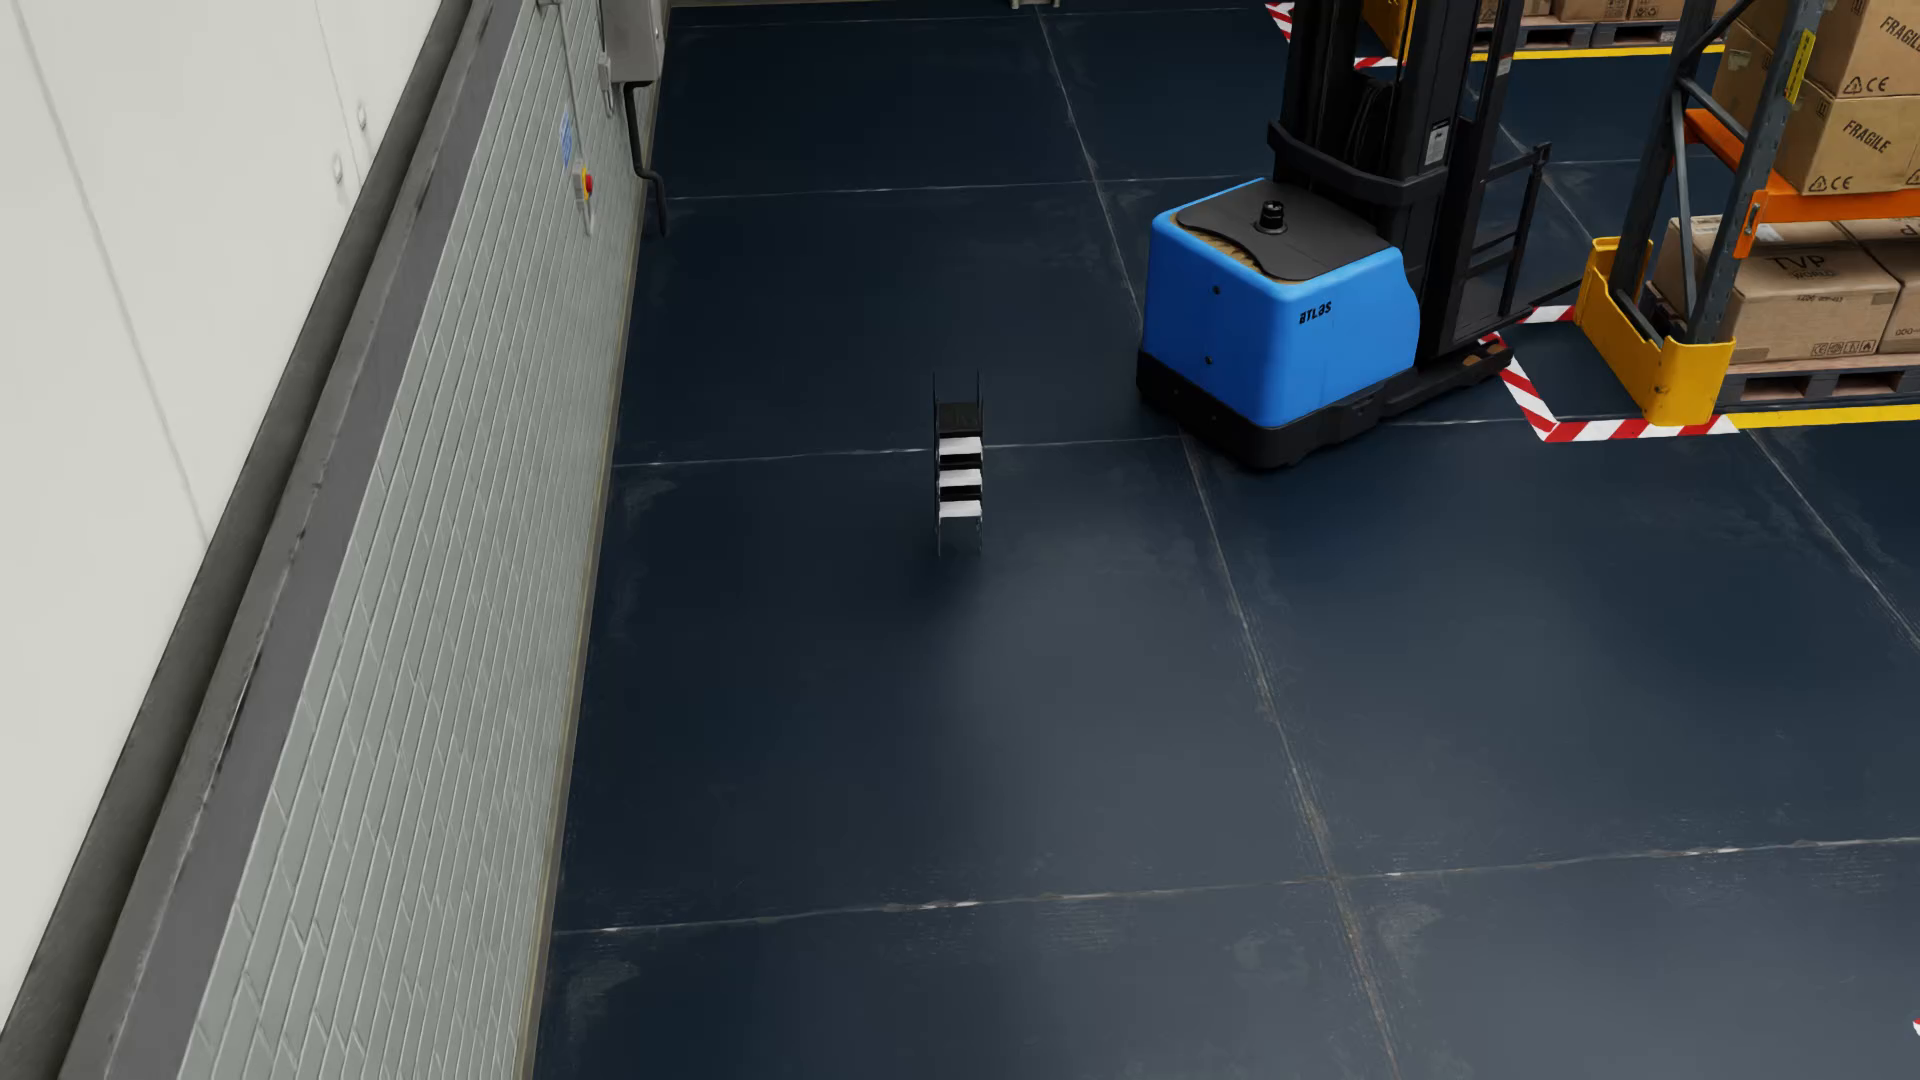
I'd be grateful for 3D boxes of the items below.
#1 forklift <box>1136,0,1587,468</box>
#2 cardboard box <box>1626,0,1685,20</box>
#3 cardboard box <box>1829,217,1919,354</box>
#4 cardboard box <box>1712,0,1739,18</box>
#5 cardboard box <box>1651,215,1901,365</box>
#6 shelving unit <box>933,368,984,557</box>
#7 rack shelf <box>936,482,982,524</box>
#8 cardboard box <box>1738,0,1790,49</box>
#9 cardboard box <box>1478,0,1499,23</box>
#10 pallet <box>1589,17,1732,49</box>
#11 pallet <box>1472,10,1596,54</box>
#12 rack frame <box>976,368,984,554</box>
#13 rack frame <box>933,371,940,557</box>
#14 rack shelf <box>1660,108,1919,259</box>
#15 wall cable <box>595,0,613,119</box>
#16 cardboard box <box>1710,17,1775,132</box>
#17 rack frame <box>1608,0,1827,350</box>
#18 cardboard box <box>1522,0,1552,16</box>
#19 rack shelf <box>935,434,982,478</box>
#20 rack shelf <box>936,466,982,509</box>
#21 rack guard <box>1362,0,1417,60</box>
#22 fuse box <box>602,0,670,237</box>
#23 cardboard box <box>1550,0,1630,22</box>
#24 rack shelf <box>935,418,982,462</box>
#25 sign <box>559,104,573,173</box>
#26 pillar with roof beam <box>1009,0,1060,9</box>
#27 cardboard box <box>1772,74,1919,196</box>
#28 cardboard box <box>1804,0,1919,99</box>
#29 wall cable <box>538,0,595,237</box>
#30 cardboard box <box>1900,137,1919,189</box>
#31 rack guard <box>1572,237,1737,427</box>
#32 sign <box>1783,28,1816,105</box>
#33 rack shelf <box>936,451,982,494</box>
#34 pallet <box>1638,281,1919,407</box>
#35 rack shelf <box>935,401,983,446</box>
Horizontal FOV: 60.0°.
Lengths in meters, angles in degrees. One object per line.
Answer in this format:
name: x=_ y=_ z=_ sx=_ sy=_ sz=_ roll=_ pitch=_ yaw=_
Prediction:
forklift: x=2.449 y=-2.242 z=8.547 sx=3.031 sy=2.935 sz=1.130 roll=-24 pitch=44 yaw=-27
cardboard box: x=5.380 y=-4.358 z=12.853 sx=0.500 sy=0.500 sz=0.500 roll=-2 pitch=38 yaw=-3
cardboard box: x=5.375 y=-1.460 z=9.230 sx=0.875 sy=0.438 sz=0.875 roll=-2 pitch=38 yaw=-3
cardboard box: x=5.878 y=-4.448 z=12.967 sx=0.500 sy=0.500 sz=0.700 roll=-5 pitch=38 yaw=-6
cardboard box: x=4.464 y=-1.404 z=9.160 sx=0.875 sy=0.438 sz=0.875 roll=-4 pitch=38 yaw=-6
shelving unit: x=-0.008 y=-0.353 z=7.793 sx=0.210 sy=0.900 sz=0.258 roll=-3 pitch=38 yaw=-4
rack shelf: x=-0.008 y=-0.185 z=7.925 sx=0.200 sy=0.077 sz=0.258 roll=-3 pitch=38 yaw=-4
cardboard box: x=4.274 y=-2.752 z=8.251 sx=0.500 sy=0.500 sz=0.500 roll=-2 pitch=38 yaw=-2
cardboard box: x=3.989 y=-4.370 z=12.865 sx=0.637 sy=0.503 sz=0.797 roll=-5 pitch=39 yaw=-6
pallet: x=5.454 y=-4.228 z=13.261 sx=1.213 sy=0.211 sz=1.003 roll=-3 pitch=38 yaw=-4
pallet: x=4.242 y=-4.163 z=13.178 sx=1.213 sy=0.211 sz=1.003 roll=-3 pitch=38 yaw=-4
rack frame: x=0.093 y=-0.358 z=7.800 sx=0.006 sy=0.900 sz=0.240 roll=-3 pitch=38 yaw=-4
rack frame: x=-0.109 y=-0.347 z=7.786 sx=0.006 sy=0.900 sz=0.240 roll=-3 pitch=38 yaw=-4
rack shelf: x=5.807 y=-1.975 z=8.734 sx=4.000 sy=0.370 sz=1.077 roll=-3 pitch=38 yaw=-4
wall cable: x=-1.937 y=-3.097 z=8.755 sx=0.122 sy=1.984 sz=0.588 roll=-3 pitch=38 yaw=-4
cardboard box: x=4.272 y=-2.376 z=8.581 sx=0.500 sy=0.500 sz=0.500 roll=-3 pitch=38 yaw=-4
rack frame: x=3.815 y=-2.147 z=8.372 sx=0.127 sy=3.000 sz=1.000 roll=-3 pitch=38 yaw=-4
cardboard box: x=4.416 y=-4.230 z=12.974 sx=0.250 sy=0.149 sz=0.380 roll=-5 pitch=39 yaw=-6
rack shelf: x=-0.008 y=-0.397 z=7.758 sx=0.200 sy=0.077 sz=0.258 roll=-3 pitch=38 yaw=-4
rack shelf: x=-0.008 y=-0.256 z=7.869 sx=0.200 sy=0.077 sz=0.258 roll=-3 pitch=38 yaw=-4
rack guard: x=3.447 y=-4.232 z=13.033 sx=0.348 sy=0.500 sz=1.175 roll=-3 pitch=38 yaw=-4
fuse box: x=-1.840 y=-2.622 z=10.013 sx=0.414 sy=1.711 sz=0.539 roll=-3 pitch=38 yaw=-4
cardboard box: x=4.844 y=-4.391 z=12.895 sx=0.500 sy=0.500 sz=0.700 roll=-2 pitch=38 yaw=-2
rack shelf: x=-0.008 y=-0.468 z=7.702 sx=0.200 sy=0.077 sz=0.258 roll=-3 pitch=38 yaw=-4
sign: x=-1.856 y=-1.896 z=7.836 sx=0.001 sy=0.218 sz=0.327 roll=-3 pitch=38 yaw=-4
pillar with roof beam: x=0.988 y=-5.317 z=7.546 sx=0.400 sy=9.000 sz=9.100 roll=-3 pitch=38 yaw=-4
cardboard box: x=4.319 y=-2.036 z=8.150 sx=0.500 sy=0.500 sz=0.500 roll=-3 pitch=38 yaw=-4
cardboard box: x=4.318 y=-2.430 z=7.842 sx=0.500 sy=0.500 sz=0.500 roll=-4 pitch=38 yaw=-5
wall cable: x=-1.799 y=-2.235 z=7.637 sx=0.123 sy=1.953 sz=0.585 roll=-3 pitch=38 yaw=-4
cardboard box: x=4.820 y=-2.081 z=8.207 sx=0.500 sy=0.500 sz=0.500 roll=-4 pitch=38 yaw=-5
rack guard: x=3.791 y=-1.165 z=9.144 sx=0.348 sy=0.500 sz=1.175 roll=-3 pitch=38 yaw=-4
sign: x=3.858 y=-2.176 z=7.645 sx=0.005 sy=0.325 sz=0.100 roll=-3 pitch=38 yaw=-4
rack shelf: x=-0.008 y=-0.327 z=7.813 sx=0.200 sy=0.077 sz=0.258 roll=-3 pitch=38 yaw=-4
pallet: x=4.605 y=-1.145 z=9.352 sx=1.213 sy=0.211 sz=1.003 roll=-3 pitch=38 yaw=-4
rack shelf: x=-0.008 y=-0.539 z=7.646 sx=0.200 sy=0.077 sz=0.258 roll=-3 pitch=38 yaw=-4
